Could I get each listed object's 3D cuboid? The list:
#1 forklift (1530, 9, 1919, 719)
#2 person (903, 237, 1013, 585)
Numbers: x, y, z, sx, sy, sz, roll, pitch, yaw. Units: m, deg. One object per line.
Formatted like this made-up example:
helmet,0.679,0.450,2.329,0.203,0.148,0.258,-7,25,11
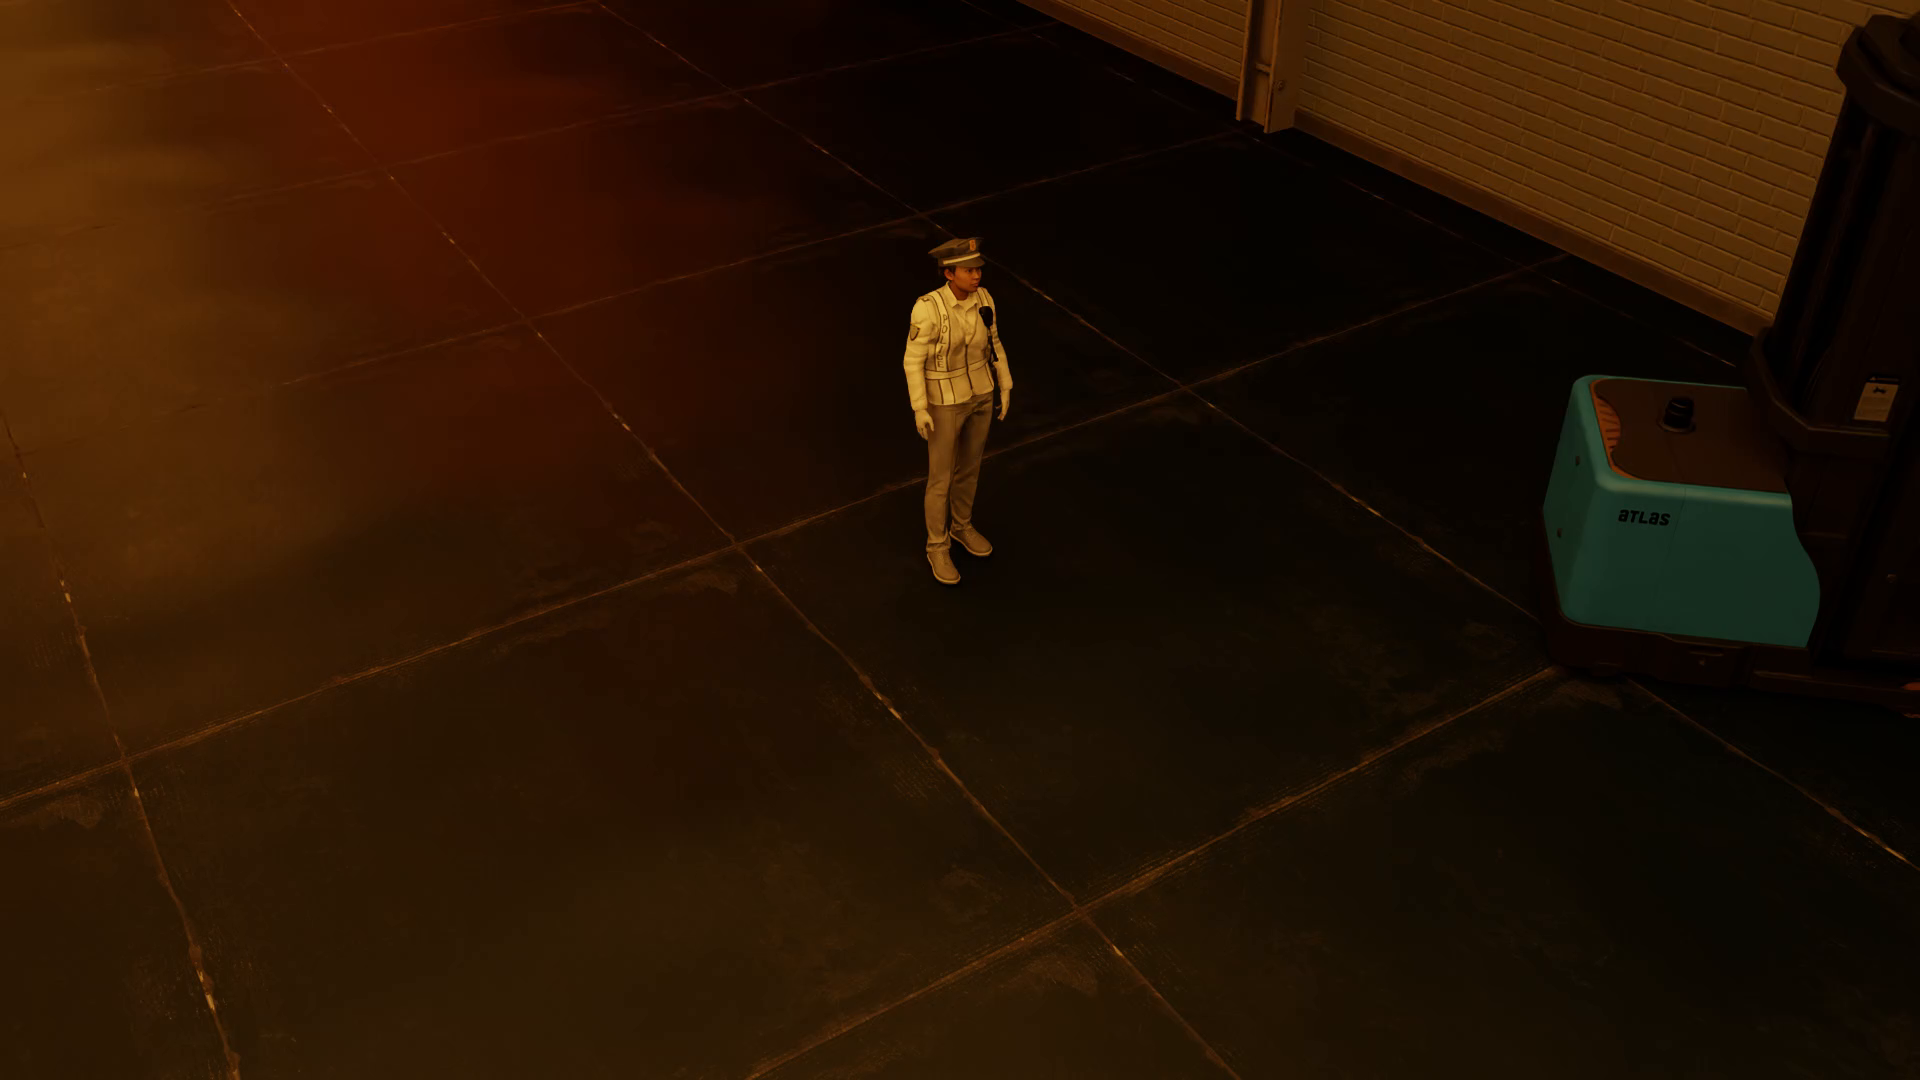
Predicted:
forklift,4.334,-0.702,7.146,3.031,2.935,1.130,6,36,8
person,0.031,-0.664,8.156,0.586,1.694,0.532,-21,40,-27
